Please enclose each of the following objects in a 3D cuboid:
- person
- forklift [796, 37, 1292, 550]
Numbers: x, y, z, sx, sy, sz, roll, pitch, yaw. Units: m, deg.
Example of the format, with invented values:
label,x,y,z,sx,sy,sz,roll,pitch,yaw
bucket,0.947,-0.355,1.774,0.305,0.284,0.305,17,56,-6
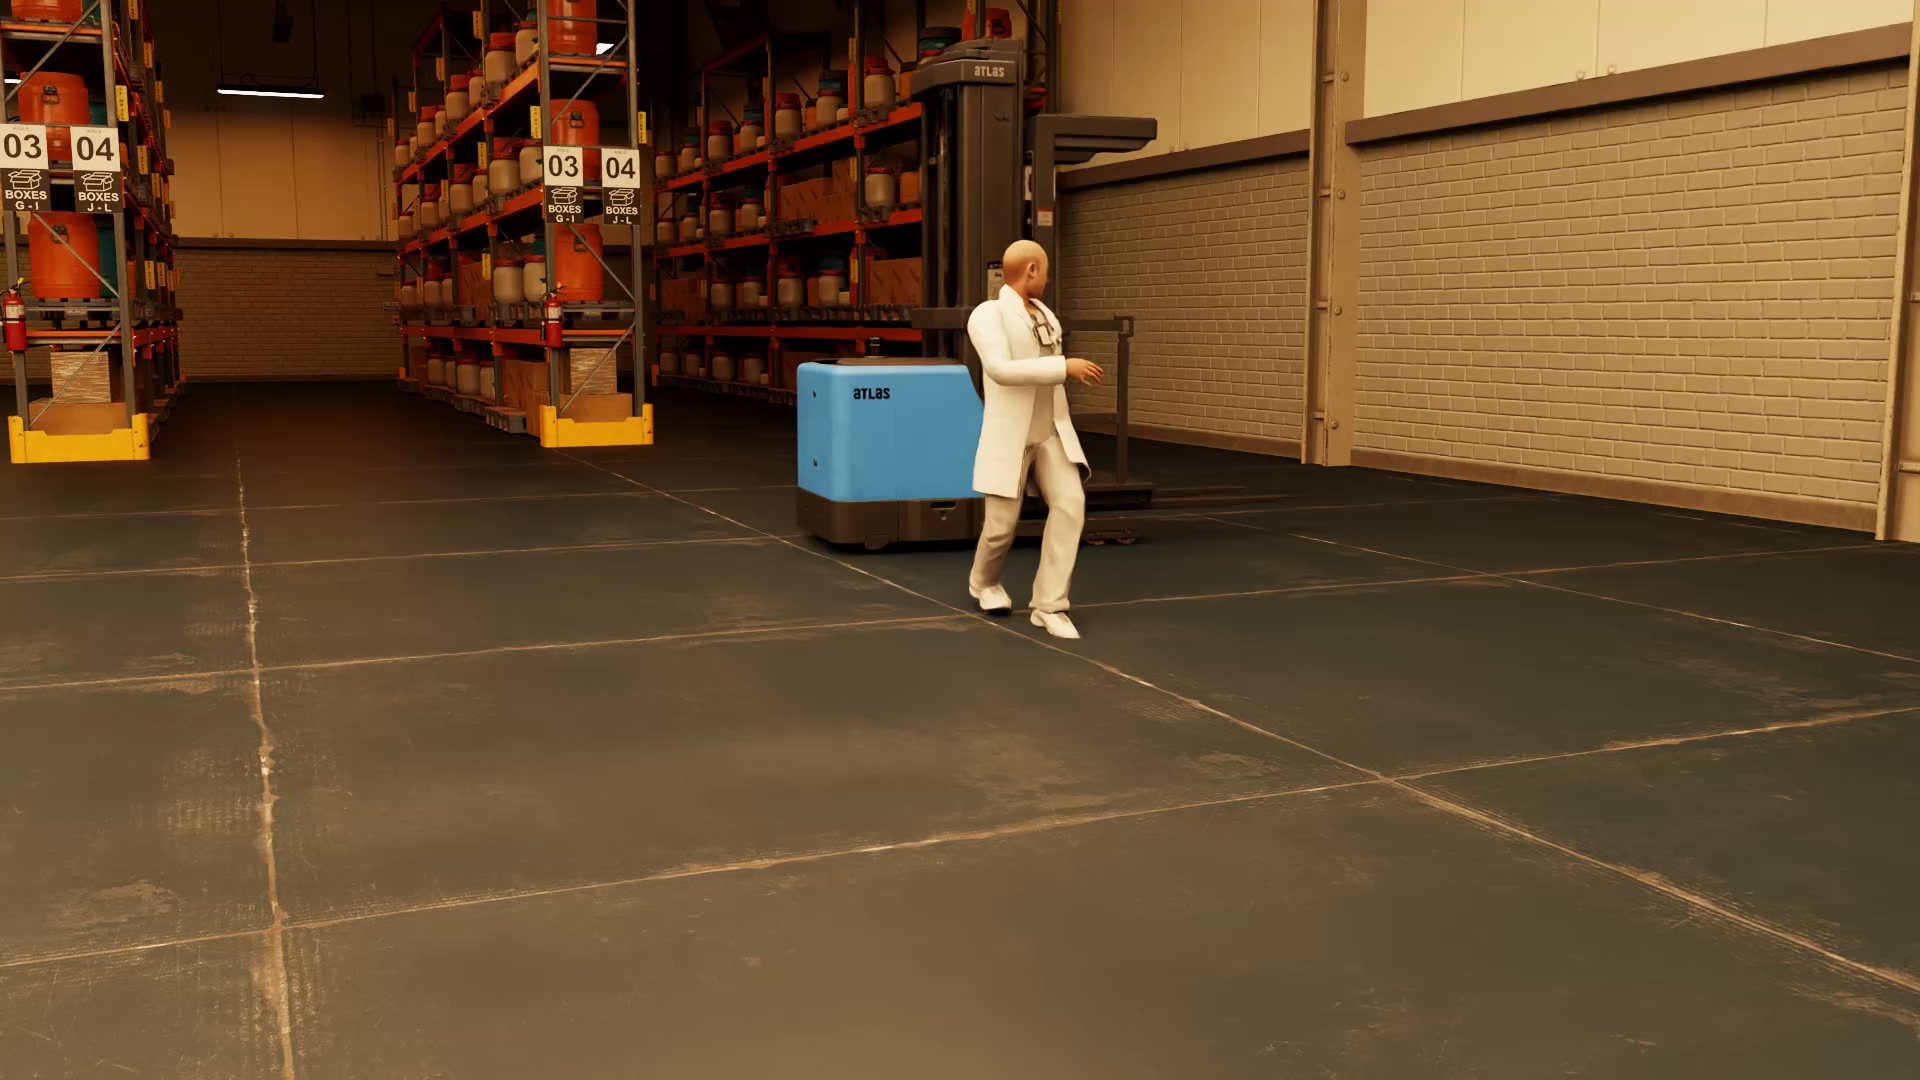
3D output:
label,x,y,z,sx,sy,sz,roll,pitch,yaw
person,0.303,-0.463,7.358,0.607,1.706,1.007,-4,8,-28
forklift,0.560,-1.484,10.196,3.031,2.935,1.130,-2,8,-18
